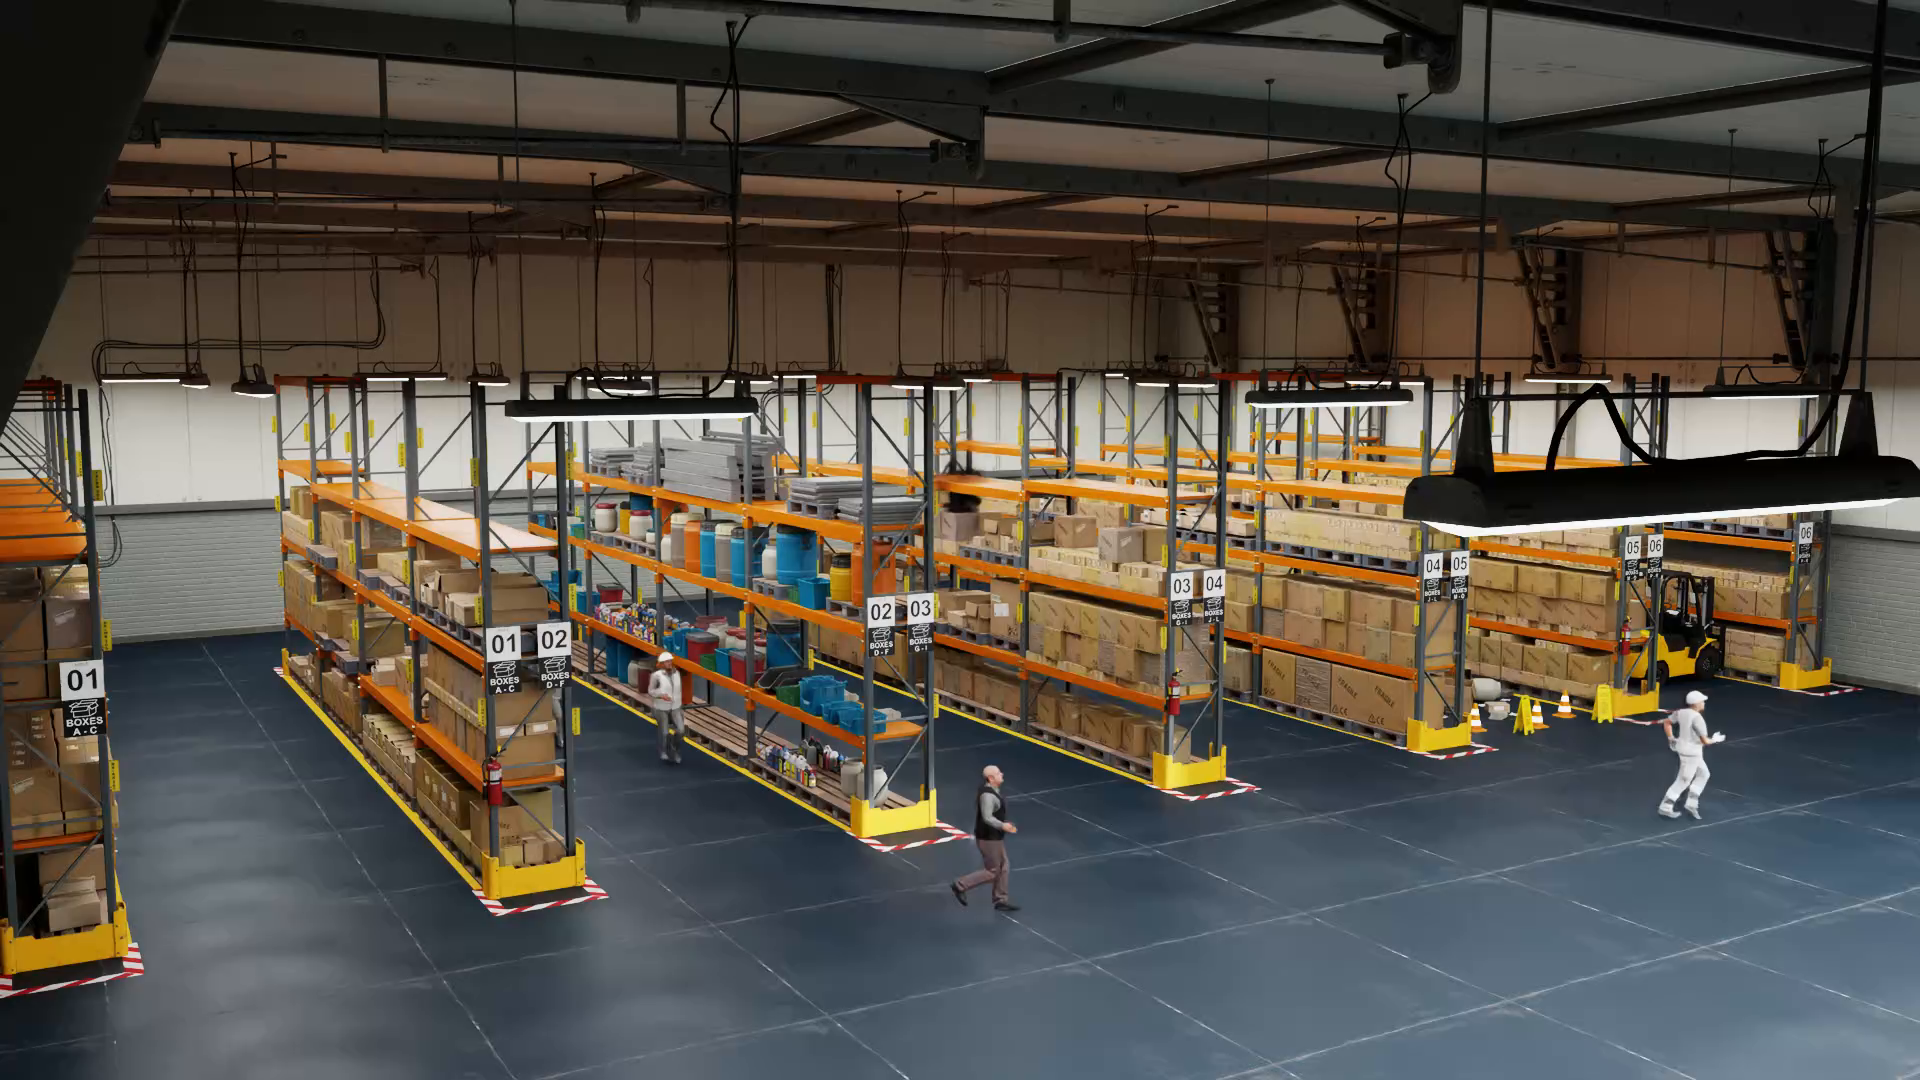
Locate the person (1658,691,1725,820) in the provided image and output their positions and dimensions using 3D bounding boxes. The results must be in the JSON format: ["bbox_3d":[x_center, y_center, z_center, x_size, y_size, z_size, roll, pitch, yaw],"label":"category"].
[{"bbox_3d":[9.994,2.961,22.737,0.837,1.827,0.641,0,6,4],"label":"person"}]

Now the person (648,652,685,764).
[{"bbox_3d":[-4.546,2.632,25.928,0.648,1.790,0.705,-4,7,-31],"label":"person"}]

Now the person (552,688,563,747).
[{"bbox_3d":[-6.585,2.586,27.189,0.541,1.552,0.666,-5,8,-38],"label":"person"}]

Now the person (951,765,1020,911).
[{"bbox_3d":[0.291,3.419,19.045,0.810,1.719,0.669,0,6,-3],"label":"person"}]
